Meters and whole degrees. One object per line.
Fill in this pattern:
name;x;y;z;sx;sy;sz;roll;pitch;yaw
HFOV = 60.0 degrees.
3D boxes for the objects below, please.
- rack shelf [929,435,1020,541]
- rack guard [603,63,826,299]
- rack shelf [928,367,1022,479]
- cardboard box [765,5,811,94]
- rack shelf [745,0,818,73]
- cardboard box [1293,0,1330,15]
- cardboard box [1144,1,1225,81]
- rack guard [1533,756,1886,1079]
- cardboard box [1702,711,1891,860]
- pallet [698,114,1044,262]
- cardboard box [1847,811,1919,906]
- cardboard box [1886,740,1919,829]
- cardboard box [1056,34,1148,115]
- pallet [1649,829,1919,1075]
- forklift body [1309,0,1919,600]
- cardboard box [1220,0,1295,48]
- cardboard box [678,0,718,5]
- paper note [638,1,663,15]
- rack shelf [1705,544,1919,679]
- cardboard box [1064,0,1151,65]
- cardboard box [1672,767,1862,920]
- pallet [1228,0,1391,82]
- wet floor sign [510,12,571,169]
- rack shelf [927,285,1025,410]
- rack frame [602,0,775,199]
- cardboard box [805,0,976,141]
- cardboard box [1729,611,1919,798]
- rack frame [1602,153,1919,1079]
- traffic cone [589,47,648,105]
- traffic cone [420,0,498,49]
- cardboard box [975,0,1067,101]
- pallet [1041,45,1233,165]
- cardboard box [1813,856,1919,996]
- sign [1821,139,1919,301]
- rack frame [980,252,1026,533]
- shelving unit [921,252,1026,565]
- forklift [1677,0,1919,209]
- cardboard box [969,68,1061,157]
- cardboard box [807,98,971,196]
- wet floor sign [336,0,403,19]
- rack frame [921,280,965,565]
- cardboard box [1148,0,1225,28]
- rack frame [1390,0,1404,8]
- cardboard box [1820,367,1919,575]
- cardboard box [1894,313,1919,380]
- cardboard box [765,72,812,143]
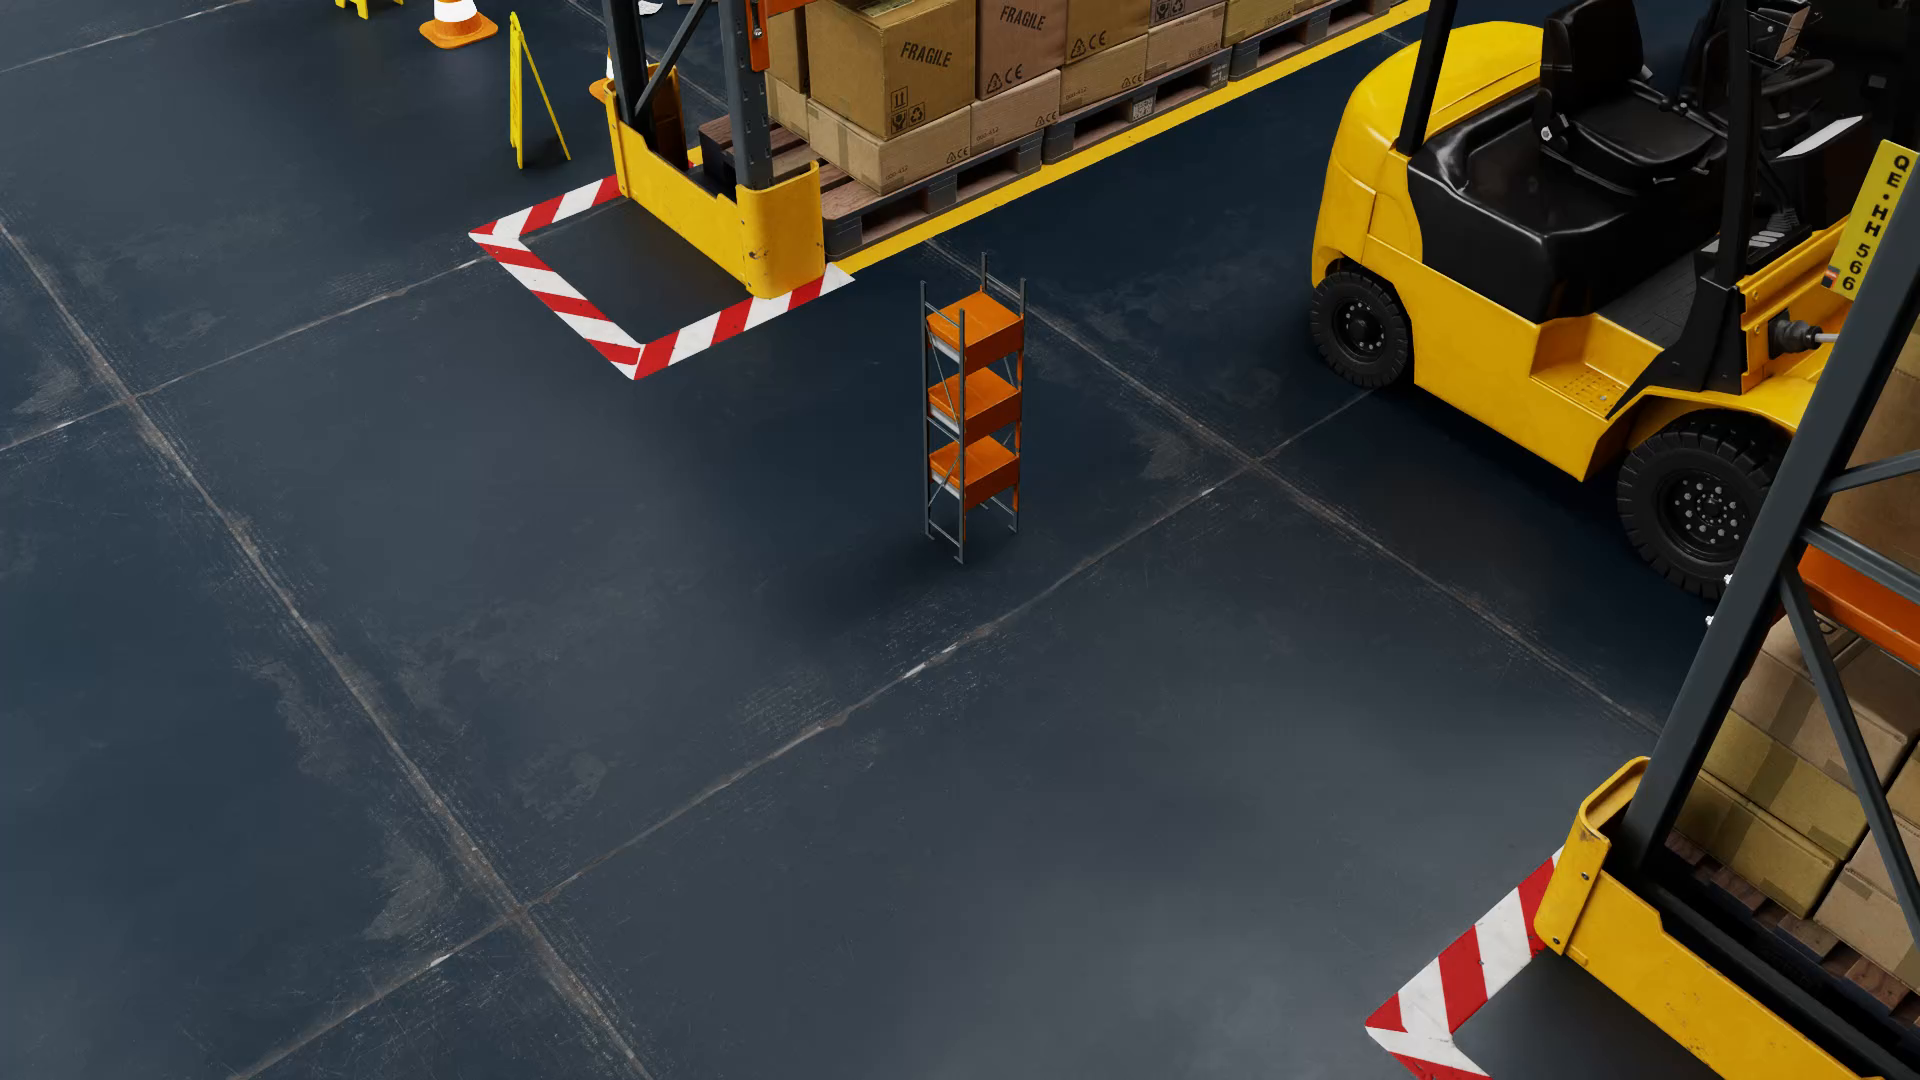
rack shelf;0.041;-0.196;5.613;0.240;0.259;0.215;-30;51;-28
rack guard;-1.041;-1.530;7.014;0.348;0.500;1.175;-30;51;-28
rack shelf;0.041;-0.399;5.423;0.240;0.259;0.215;-30;51;-28
cardboard box;-0.652;-2.321;7.184;0.500;0.500;0.500;-29;51;-28
rack shelf;0.435;-3.024;7.304;4.000;0.370;1.077;-30;51;-28
cardboard box;1.688;-2.915;8.364;0.500;0.250;0.500;-28;50;-26
cardboard box;0.893;-2.455;7.874;0.500;0.250;0.500;-29;50;-27
rack guard;2.070;1.119;4.194;0.348;0.500;1.175;-30;51;-28
cardboard box;2.261;0.486;4.378;0.500;0.250;0.500;-30;51;-28
pallet;-0.395;-1.763;7.473;1.213;0.211;1.003;-30;51;-28
cardboard box;2.582;0.767;4.079;0.500;0.250;0.500;-29;50;-27
cardboard box;2.578;0.570;3.923;0.500;0.250;0.500;-31;51;-28
cardboard box;0.504;-2.234;7.640;0.500;0.250;0.500;-26;49;-25
pallet;2.648;0.856;4.685;1.213;0.211;1.003;-30;51;-28
forklift body;2.372;-1.284;5.547;1.214;2.155;2.313;-30;51;-28
cardboard box;1.286;-2.676;8.109;0.500;0.250;0.500;-31;51;-29
cardboard box;-1.390;-3.005;8.841;0.250;0.149;0.380;-7;44;-7
paper note;-1.651;-2.786;8.694;0.148;0.019;0.142;22;47;21
rack shelf;3.622;-0.419;4.531;4.000;0.370;1.077;-30;51;-28
cardboard box;0.503;-2.500;7.375;0.500;0.500;0.500;-29;50;-27
cardboard box;2.246;0.674;4.543;0.500;0.250;0.500;-29;51;-28
pallet;1.477;-2.835;8.614;1.213;0.211;1.003;-30;51;-28
wet floor sign;-1.931;-2.028;7.438;0.232;0.644;0.267;-14;45;-14
rack shelf;0.041;-0.605;5.229;0.240;0.259;0.215;-30;51;-28
rack frame;-1.099;-2.408;6.123;0.127;3.000;1.000;-30;51;-28
cardboard box;-0.285;-2.052;6.898;0.500;0.500;0.500;-32;52;-29
cardboard box;2.241;0.316;4.194;0.500;0.250;0.500;-28;50;-27
rack frame;2.088;0.197;3.349;0.127;3.000;1.000;-30;51;-28
traffic cone;-1.597;-2.349;7.914;0.334;0.463;0.336;-30;51;-28
traffic cone;-2.570;-2.783;8.375;0.334;0.463;0.336;-30;51;-28
cardboard box;0.113;-2.284;7.145;0.500;0.500;0.500;-32;52;-29
pallet;0.540;-2.296;8.041;1.213;0.211;1.003;-30;51;-28
cardboard box;2.591;0.933;4.267;0.500;0.250;0.500;-30;51;-28
sign;1.751;-0.602;3.182;0.005;0.325;0.100;-30;51;-28
rack frame;0.135;-0.460;5.473;0.008;1.050;0.200;-30;51;-28
shelving unit;0.041;-0.406;5.416;0.252;1.050;0.215;-30;51;-28
forklift;3.624;-2.541;6.314;1.130;2.935;3.031;17;46;18
cardboard box;0.093;-1.988;7.377;0.500;0.250;0.500;-28;50;-27
cardboard box;-0.303;-1.768;7.143;0.500;0.250;0.500;-30;51;-28
wet floor sign;-3.104;-3.052;8.528;0.267;0.644;0.232;30;51;28
rack frame;-0.053;-0.353;5.359;0.008;1.050;0.200;-30;51;-28
cardboard box;0.908;-2.739;7.629;0.500;0.500;0.500;-27;50;-26
rack frame;1.969;-4.165;7.993;0.127;3.000;1.000;-30;51;-28
cardboard box;2.297;-0.193;3.692;0.500;0.500;0.500;-31;51;-29
cardboard box;2.175;-0.375;3.412;0.250;0.149;0.380;-29;50;-27
cardboard box;-0.633;-2.065;7.460;0.500;0.250;0.500;-30;51;-28
